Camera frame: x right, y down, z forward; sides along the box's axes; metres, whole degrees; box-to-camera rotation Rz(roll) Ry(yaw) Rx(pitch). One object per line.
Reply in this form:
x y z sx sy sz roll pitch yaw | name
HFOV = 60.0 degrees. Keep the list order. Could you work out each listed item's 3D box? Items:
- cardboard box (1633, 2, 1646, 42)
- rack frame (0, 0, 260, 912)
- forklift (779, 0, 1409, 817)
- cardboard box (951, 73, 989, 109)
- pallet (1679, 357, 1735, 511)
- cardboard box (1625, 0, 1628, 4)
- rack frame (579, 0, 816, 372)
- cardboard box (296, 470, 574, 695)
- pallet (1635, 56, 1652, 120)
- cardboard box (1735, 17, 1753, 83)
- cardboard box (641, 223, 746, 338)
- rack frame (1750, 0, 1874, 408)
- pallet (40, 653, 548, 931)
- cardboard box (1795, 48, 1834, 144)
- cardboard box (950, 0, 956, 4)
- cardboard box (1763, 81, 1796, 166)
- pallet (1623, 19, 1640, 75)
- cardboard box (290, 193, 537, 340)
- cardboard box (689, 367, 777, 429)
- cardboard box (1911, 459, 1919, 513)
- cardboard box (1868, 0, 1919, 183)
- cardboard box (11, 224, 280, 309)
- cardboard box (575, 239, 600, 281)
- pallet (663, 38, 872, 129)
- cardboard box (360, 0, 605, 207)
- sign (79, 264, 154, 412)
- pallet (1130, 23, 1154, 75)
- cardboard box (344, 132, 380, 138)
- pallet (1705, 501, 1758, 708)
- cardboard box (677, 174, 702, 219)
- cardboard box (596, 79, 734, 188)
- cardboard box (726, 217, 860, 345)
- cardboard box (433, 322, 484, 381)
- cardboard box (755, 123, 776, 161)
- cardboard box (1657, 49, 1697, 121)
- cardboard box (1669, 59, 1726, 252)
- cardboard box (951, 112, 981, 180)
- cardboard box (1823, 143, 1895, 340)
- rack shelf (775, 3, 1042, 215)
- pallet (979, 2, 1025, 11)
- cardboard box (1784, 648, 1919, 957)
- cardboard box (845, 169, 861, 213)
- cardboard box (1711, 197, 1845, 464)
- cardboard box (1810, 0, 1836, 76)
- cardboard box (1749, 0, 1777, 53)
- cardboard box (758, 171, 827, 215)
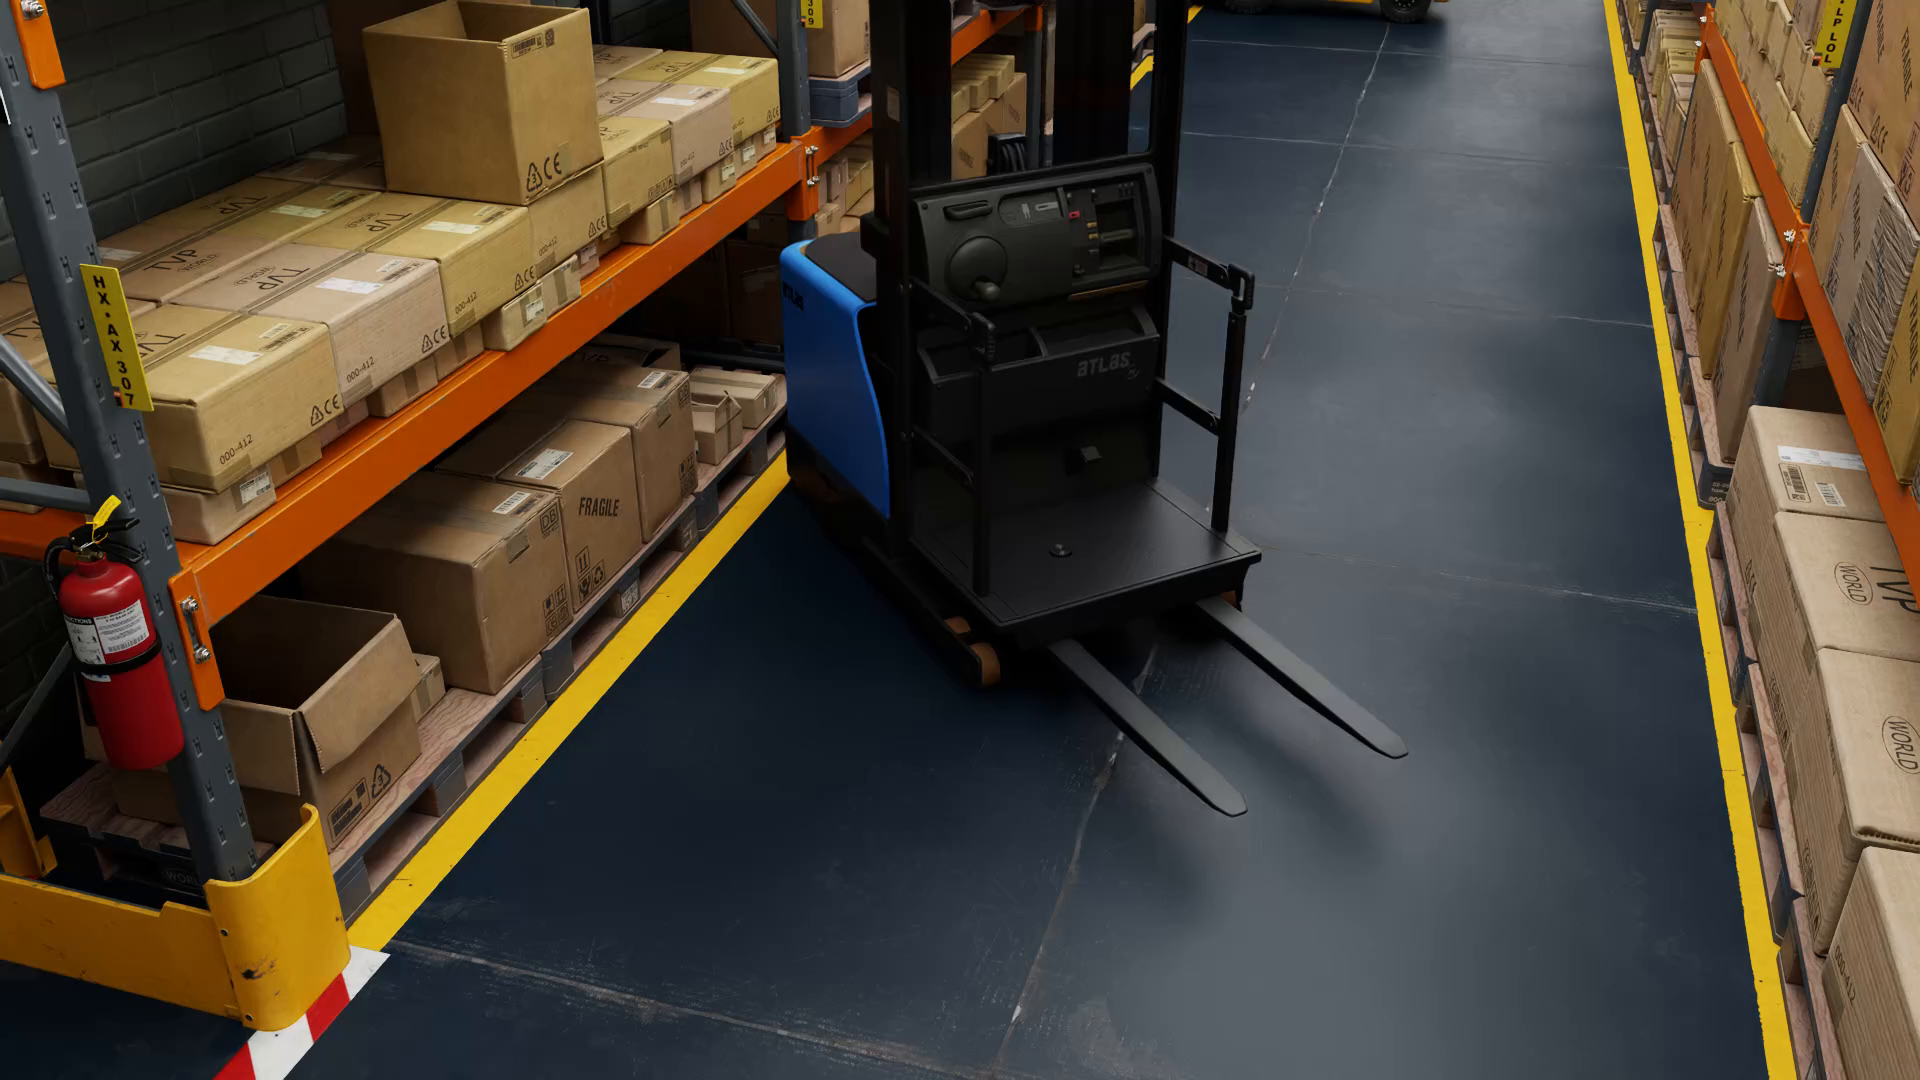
5.868 -4.292 13.777 0.500 0.250 0.500 10 31 17 | cardboard box
-2.317 -0.127 3.893 1.000 3.000 0.127 8 30 15 | rack frame
0.386 -1.008 5.547 1.130 2.935 3.031 -14 32 -24 | forklift
-0.042 -2.707 10.002 0.380 0.149 0.250 7 30 13 | cardboard box
3.757 -0.430 7.306 1.003 0.211 1.213 8 30 15 | pallet
6.319 -5.011 15.069 0.500 0.250 0.500 11 31 18 | cardboard box
-1.143 -1.986 7.235 1.000 3.000 0.127 8 30 15 | rack frame
-1.759 0.119 5.589 0.700 0.500 0.500 10 31 17 | cardboard box
5.724 -3.417 12.675 1.003 0.211 1.213 8 30 15 | pallet
4.100 -2.397 8.128 0.500 0.250 0.500 9 30 17 | cardboard box
-1.282 -1.348 8.226 0.500 0.500 0.500 8 30 15 | cardboard box
3.603 -1.280 5.965 1.000 3.000 0.127 8 30 15 | rack frame
-2.062 0.686 5.301 1.003 0.211 1.213 8 30 15 | pallet
3.500 -1.672 6.310 0.500 0.250 0.500 8 30 15 | cardboard box
-0.405 -3.012 8.543 0.700 0.500 0.500 8 30 15 | cardboard box
3.644 -1.695 6.866 0.500 0.250 0.500 8 30 14 | cardboard box
6.115 -4.096 13.896 1.003 0.211 1.213 8 30 15 | pallet
-1.633 -0.834 5.013 0.500 0.250 0.500 8 30 14 | cardboard box
-1.026 -0.623 7.285 0.380 0.149 0.250 8 30 13 | cardboard box
2.621 -0.198 3.917 0.500 0.500 0.500 9 30 16 | cardboard box
3.078 -1.340 4.941 0.500 0.500 0.500 8 30 14 | cardboard box
-2.283 -0.683 4.740 0.500 0.250 0.500 9 30 15 | cardboard box
-1.465 -0.978 5.680 0.380 0.149 0.250 8 30 15 | cardboard box
-0.804 -2.258 7.921 1.003 0.211 1.213 8 30 15 | pallet
-1.487 -1.389 5.238 0.500 0.500 0.500 9 30 16 | cardboard box
-1.798 -0.428 3.544 0.100 0.325 0.005 8 30 15 | sign
1.026 -4.137 13.970 1.003 0.211 1.213 8 30 15 | pallet
-1.841 -1.385 6.003 0.500 0.250 0.500 9 30 16 | cardboard box
3.305 0.281 6.027 1.003 0.211 1.213 8 30 15 | pallet
-1.207 -1.326 6.306 0.380 0.149 0.250 9 30 16 | cardboard box
-1.192 -1.544 6.288 0.500 0.250 0.500 9 30 15 | cardboard box
-0.786 -1.270 8.087 0.500 0.500 0.500 10 31 17 | cardboard box
-1.679 -0.616 5.030 0.380 0.149 0.250 9 30 16 | cardboard box
-0.995 -1.692 6.965 0.380 0.149 0.250 9 30 16 | cardboard box
5.389 -3.130 11.563 0.950 0.372 0.625 10 30 17 | cardboard box
4.495 -2.084 9.165 0.875 0.875 0.875 8 30 14 | cardboard box
-0.196 -2.234 9.820 0.500 0.500 0.500 10 31 17 | cardboard box
3.063 -0.909 5.196 0.500 0.500 0.500 9 30 15 | cardboard box
-0.556 -2.601 9.080 1.077 0.370 4.000 8 30 15 | rack shelf
-0.101 -3.436 10.039 1.213 0.211 1.003 8 30 15 | pallet
2.788 0.768 4.487 0.875 0.438 0.875 9 30 16 | cardboard box
-0.712 -1.750 8.283 0.380 0.149 0.250 7 30 12 | cardboard box
3.709 -0.834 6.917 0.875 0.875 0.875 9 30 16 | cardboard box
3.494 -2.004 6.135 0.500 0.500 0.500 9 30 16 | cardboard box
3.920 -2.387 7.596 0.500 0.250 0.500 9 30 16 | cardboard box
-0.841 -1.628 7.757 0.380 0.149 0.250 8 30 14 | cardboard box
